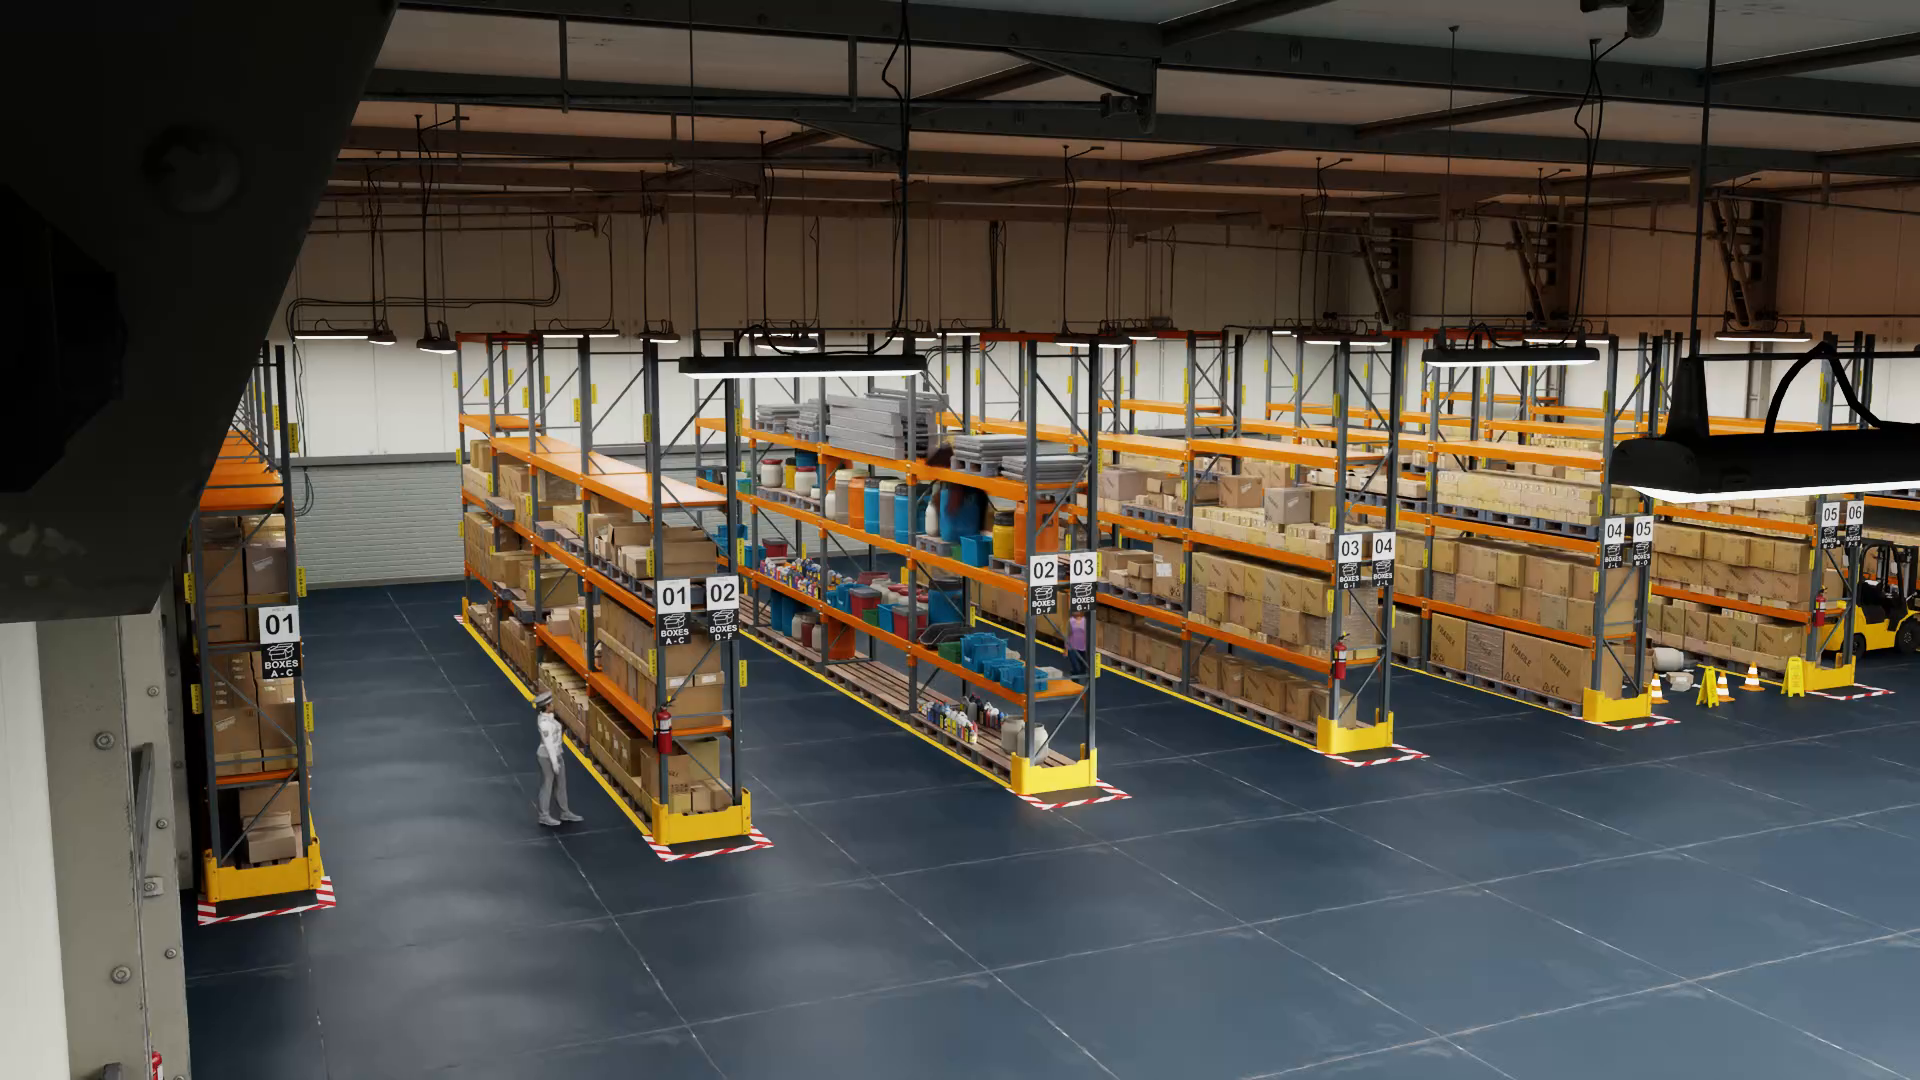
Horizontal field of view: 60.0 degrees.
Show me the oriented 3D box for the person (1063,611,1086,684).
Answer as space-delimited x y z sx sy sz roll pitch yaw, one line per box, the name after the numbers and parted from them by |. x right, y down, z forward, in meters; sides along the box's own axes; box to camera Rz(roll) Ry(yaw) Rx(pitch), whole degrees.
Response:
1.918 1.824 27.653 0.467 1.556 0.624 -4 9 -27 | person

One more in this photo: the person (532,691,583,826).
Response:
-5.036 2.723 20.748 0.532 1.706 0.529 1 8 4 | person
